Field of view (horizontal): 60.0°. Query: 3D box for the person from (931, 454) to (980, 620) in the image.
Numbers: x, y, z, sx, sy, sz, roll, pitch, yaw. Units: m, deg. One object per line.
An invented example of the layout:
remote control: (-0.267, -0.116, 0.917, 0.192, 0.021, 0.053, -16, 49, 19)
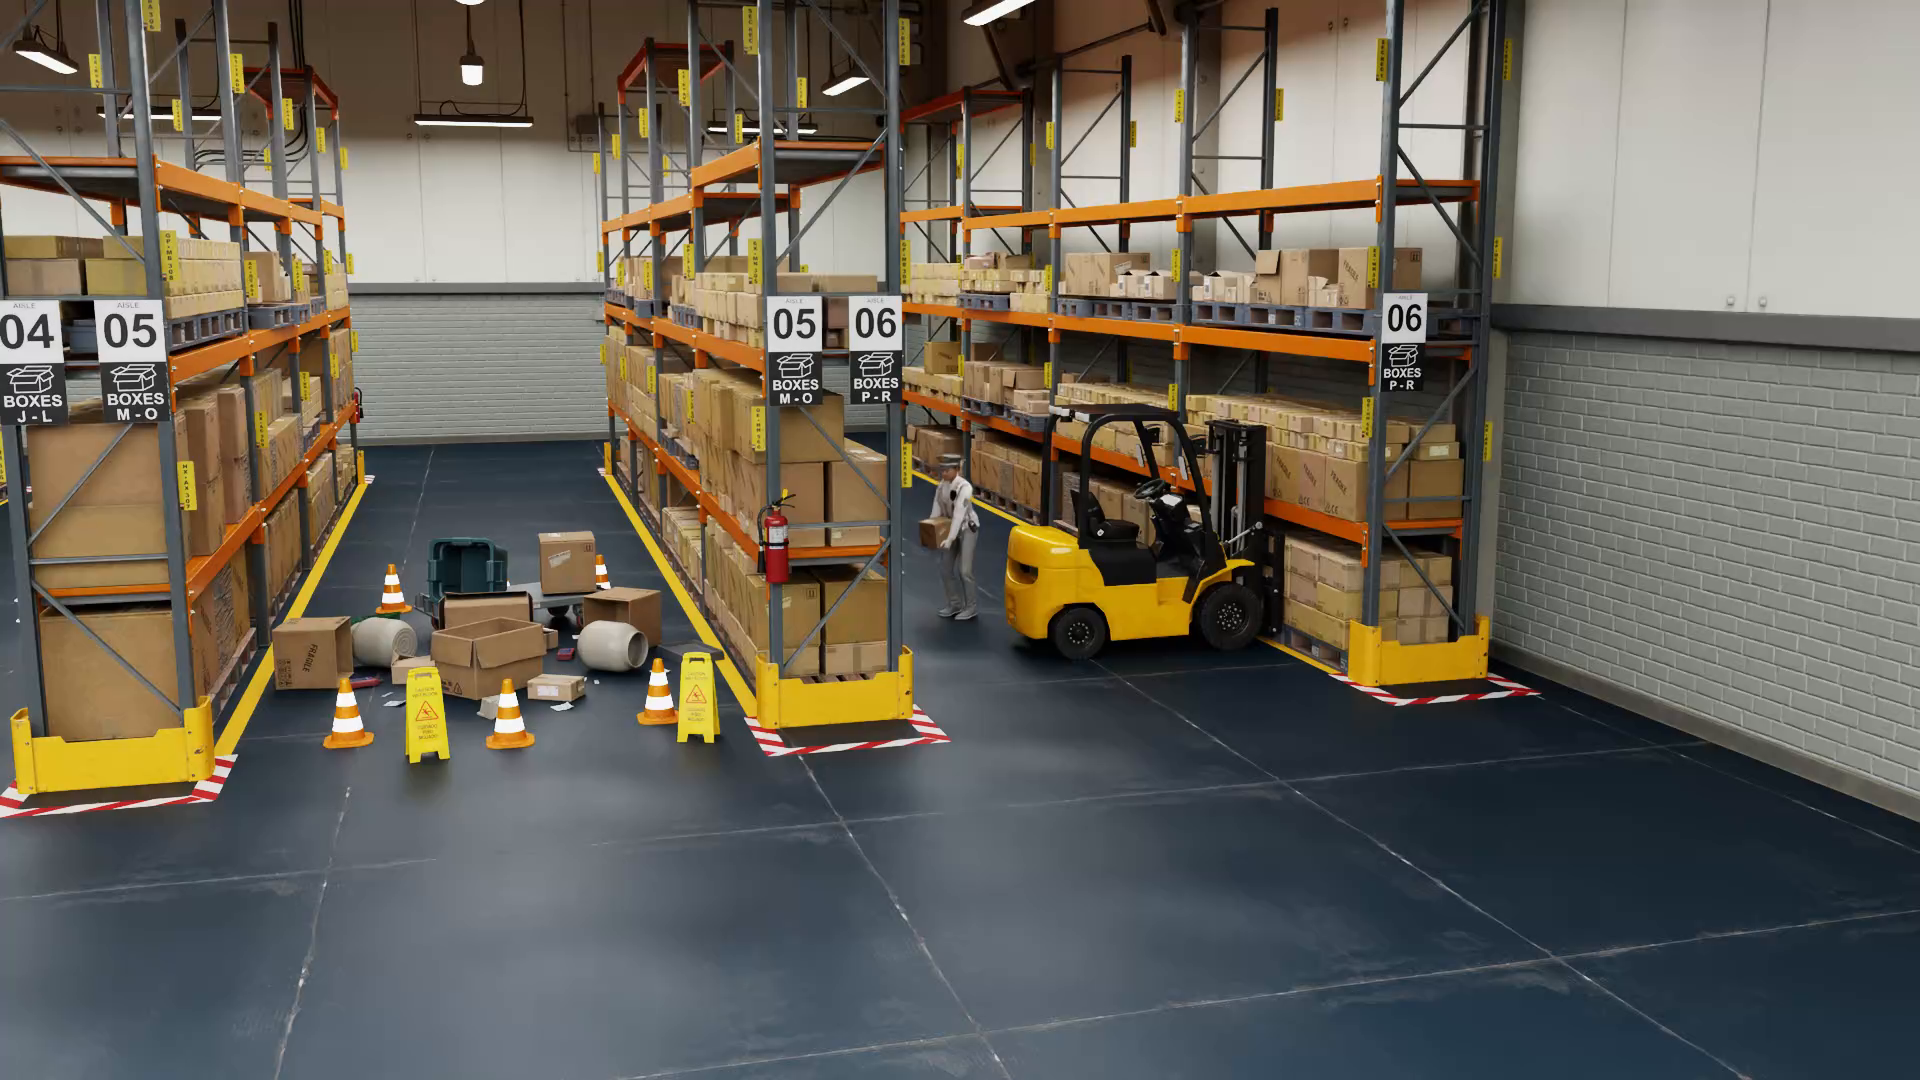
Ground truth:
person: (-0.067, -0.032, 16.201, 0.419, 1.631, 0.563, 9, 13, 43)
